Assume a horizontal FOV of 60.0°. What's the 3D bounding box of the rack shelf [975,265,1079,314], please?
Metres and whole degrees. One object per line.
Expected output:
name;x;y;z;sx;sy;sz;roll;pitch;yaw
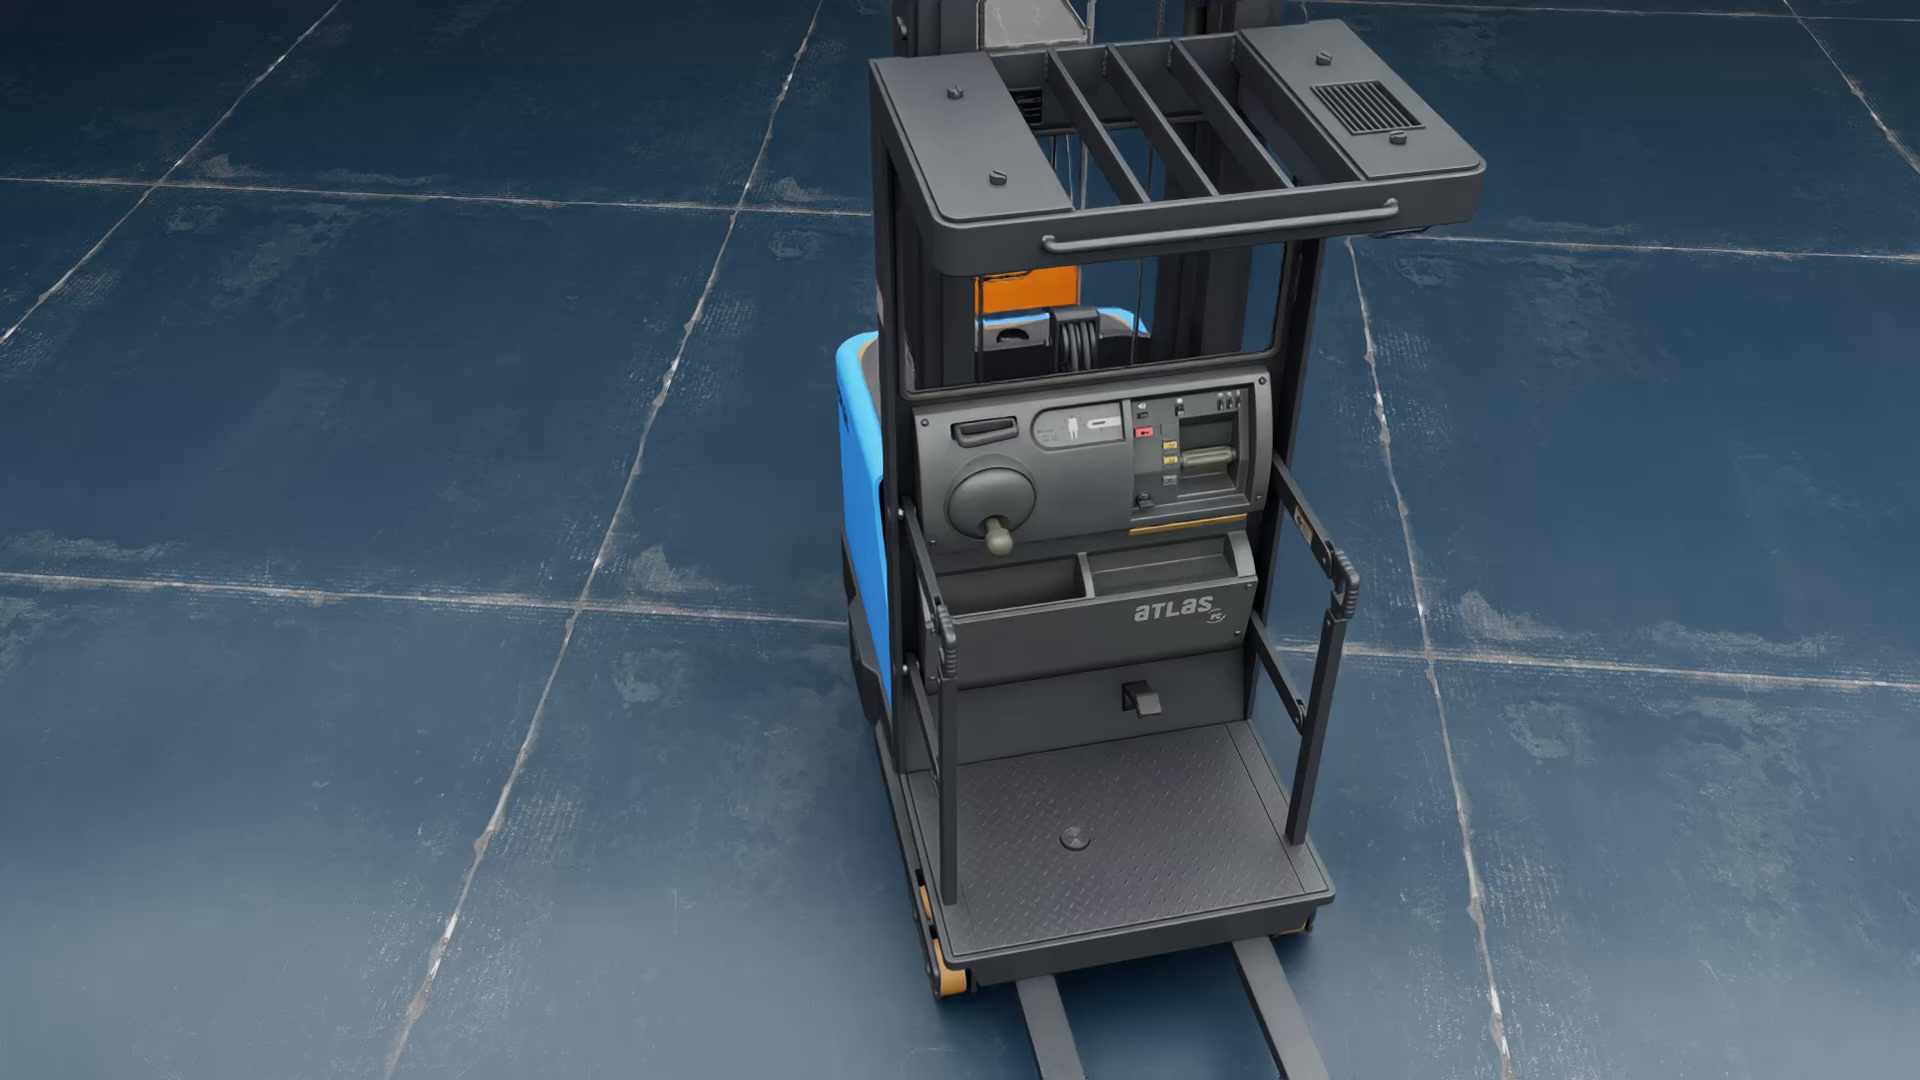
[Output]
rack shelf;0.114;-0.888;5.699;0.480;0.518;0.431;-8;40;-9

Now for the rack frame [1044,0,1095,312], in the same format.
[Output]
rack frame;0.353;-0.931;5.730;0.015;2.100;0.400;-8;40;-9

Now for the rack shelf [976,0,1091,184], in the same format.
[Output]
rack shelf;0.114;-1.431;5.257;0.480;0.518;0.431;-8;40;-9

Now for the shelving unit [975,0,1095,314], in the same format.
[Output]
shelving unit;0.114;-0.898;5.690;0.503;2.100;0.431;-8;40;-9

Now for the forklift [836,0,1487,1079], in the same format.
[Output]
forklift;0.396;-0.122;4.078;1.130;2.935;3.031;-8;40;-9
